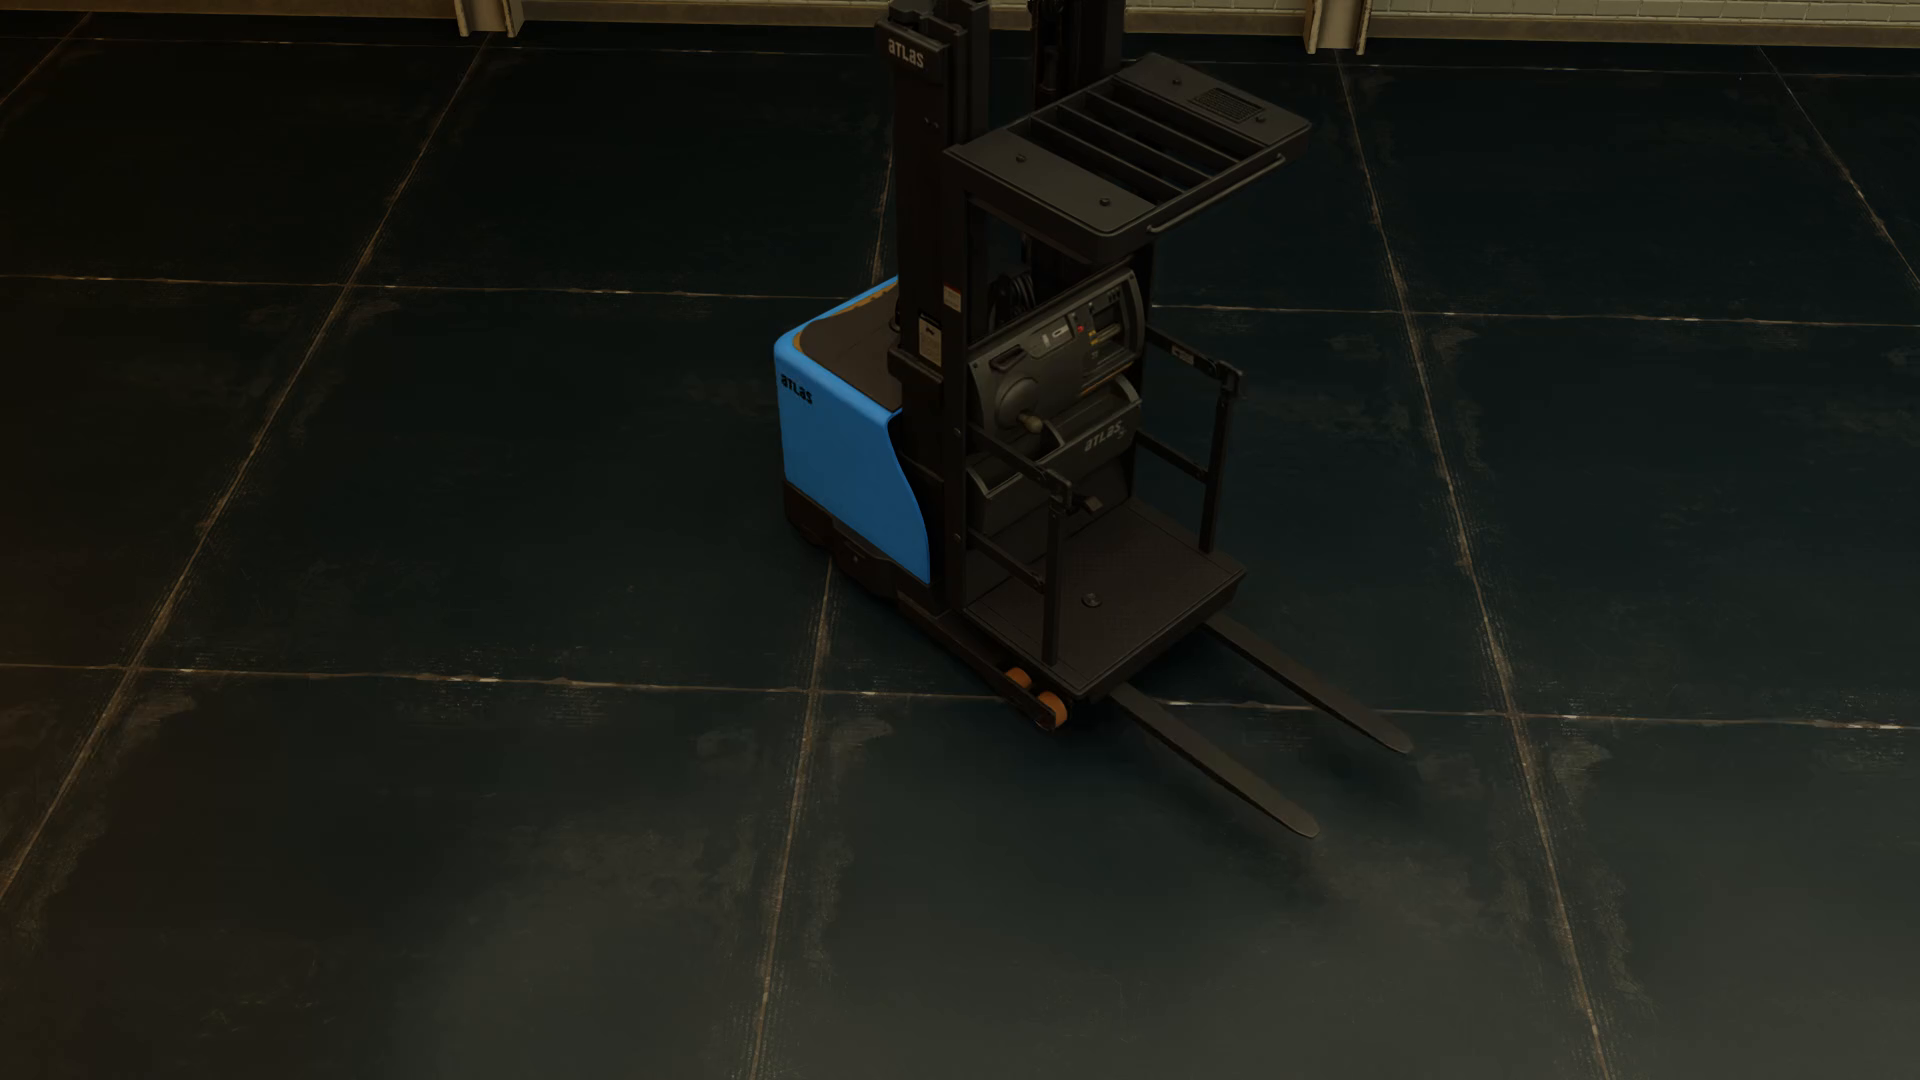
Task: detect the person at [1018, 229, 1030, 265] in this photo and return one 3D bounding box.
[{"bbox_3d":[0.593,-1.206,8.061,0.649,1.586,0.759,16,45,16],"label":"person"}]

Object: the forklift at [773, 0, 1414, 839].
[{"bbox_3d":[0.542,-0.674,6.480,1.130,2.935,3.031,-33,52,-31],"label":"forklift"}]
